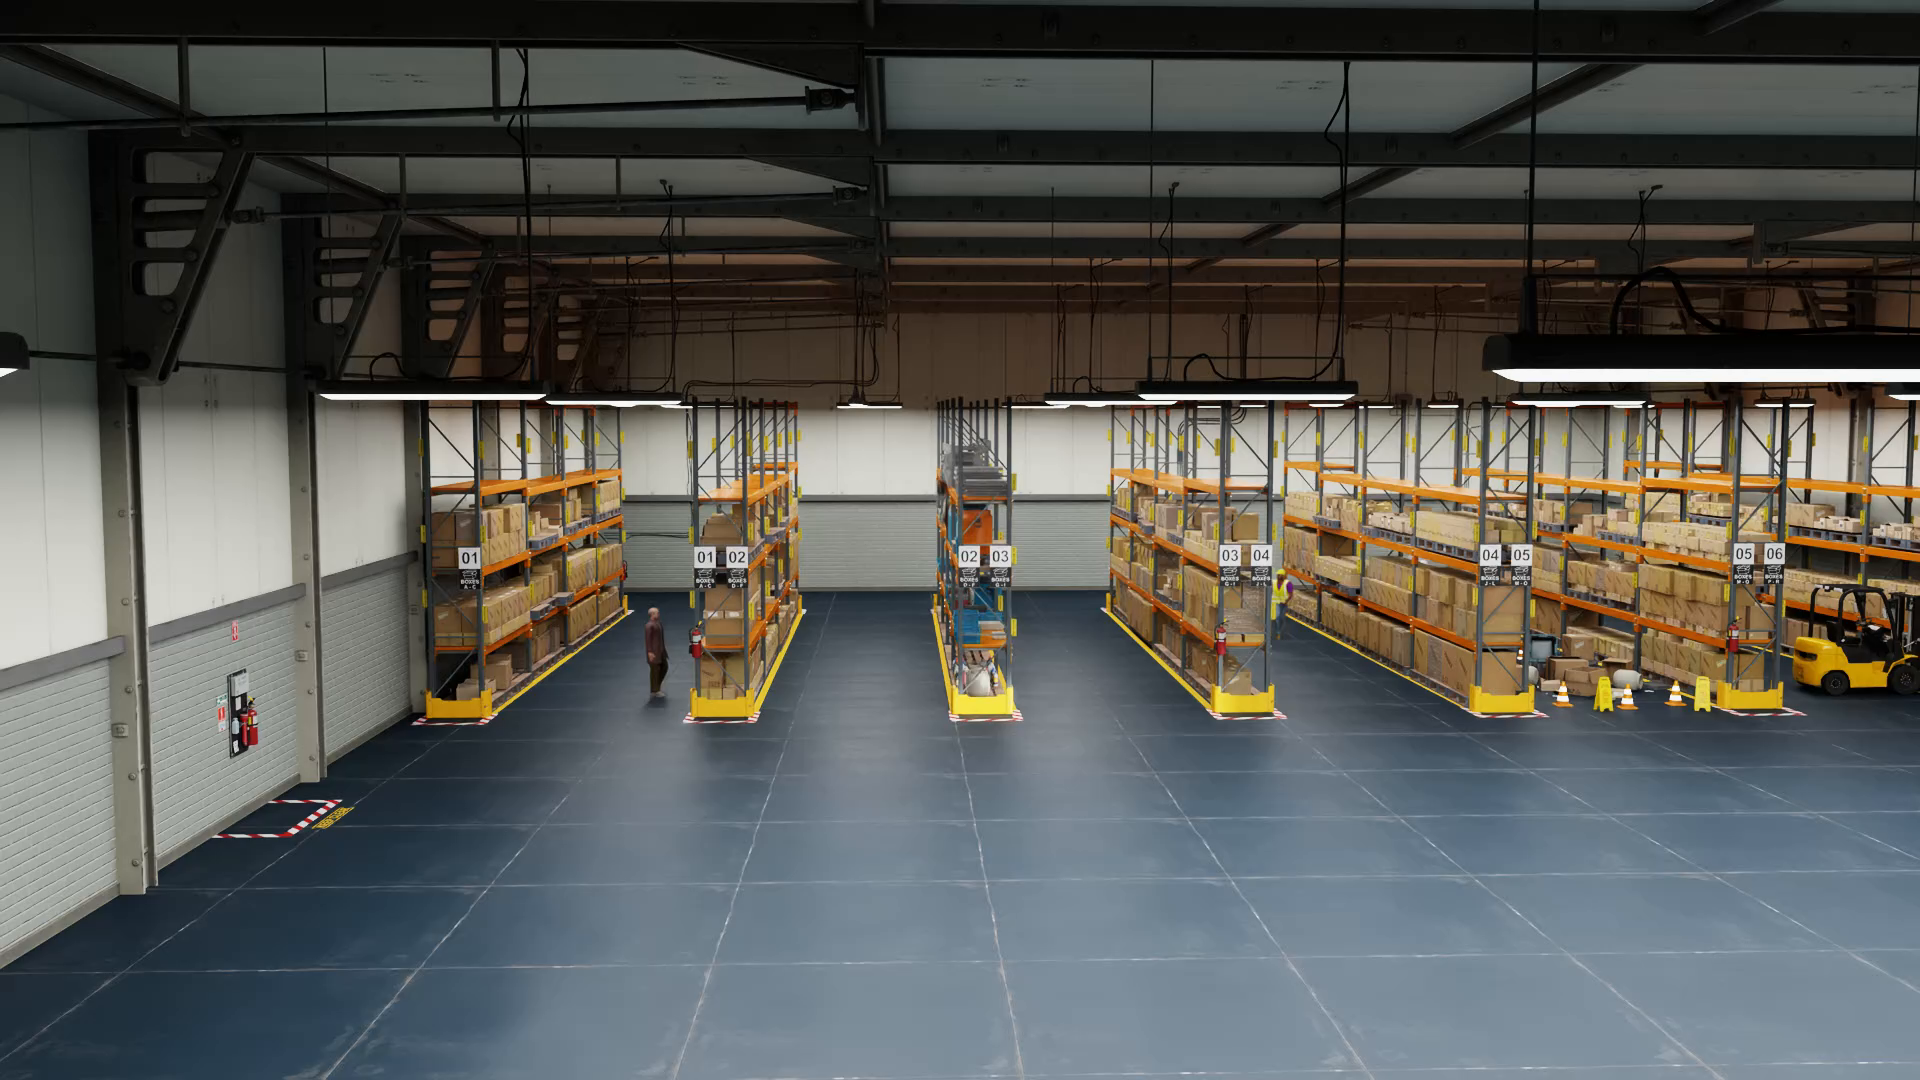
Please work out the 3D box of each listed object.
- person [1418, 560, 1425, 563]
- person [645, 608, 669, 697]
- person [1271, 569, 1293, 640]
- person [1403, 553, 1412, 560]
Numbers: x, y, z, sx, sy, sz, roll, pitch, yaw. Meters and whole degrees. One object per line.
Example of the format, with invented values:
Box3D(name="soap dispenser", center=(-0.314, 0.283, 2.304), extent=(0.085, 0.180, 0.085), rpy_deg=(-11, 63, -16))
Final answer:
Box3D(name="person", center=(12.252, 1.418, 44.178), extent=(0.395, 1.793, 0.576), rpy_deg=(2, 5, 28))
Box3D(name="person", center=(-6.127, 2.261, 33.520), extent=(0.582, 1.803, 0.661), rpy_deg=(2, 5, 21))
Box3D(name="person", center=(8.155, 1.622, 42.173), extent=(0.532, 1.768, 0.953), rpy_deg=(0, 4, -2))
Box3D(name="person", center=(13.365, 1.051, 49.975), extent=(0.439, 1.586, 0.461), rpy_deg=(-1, 4, -11))
